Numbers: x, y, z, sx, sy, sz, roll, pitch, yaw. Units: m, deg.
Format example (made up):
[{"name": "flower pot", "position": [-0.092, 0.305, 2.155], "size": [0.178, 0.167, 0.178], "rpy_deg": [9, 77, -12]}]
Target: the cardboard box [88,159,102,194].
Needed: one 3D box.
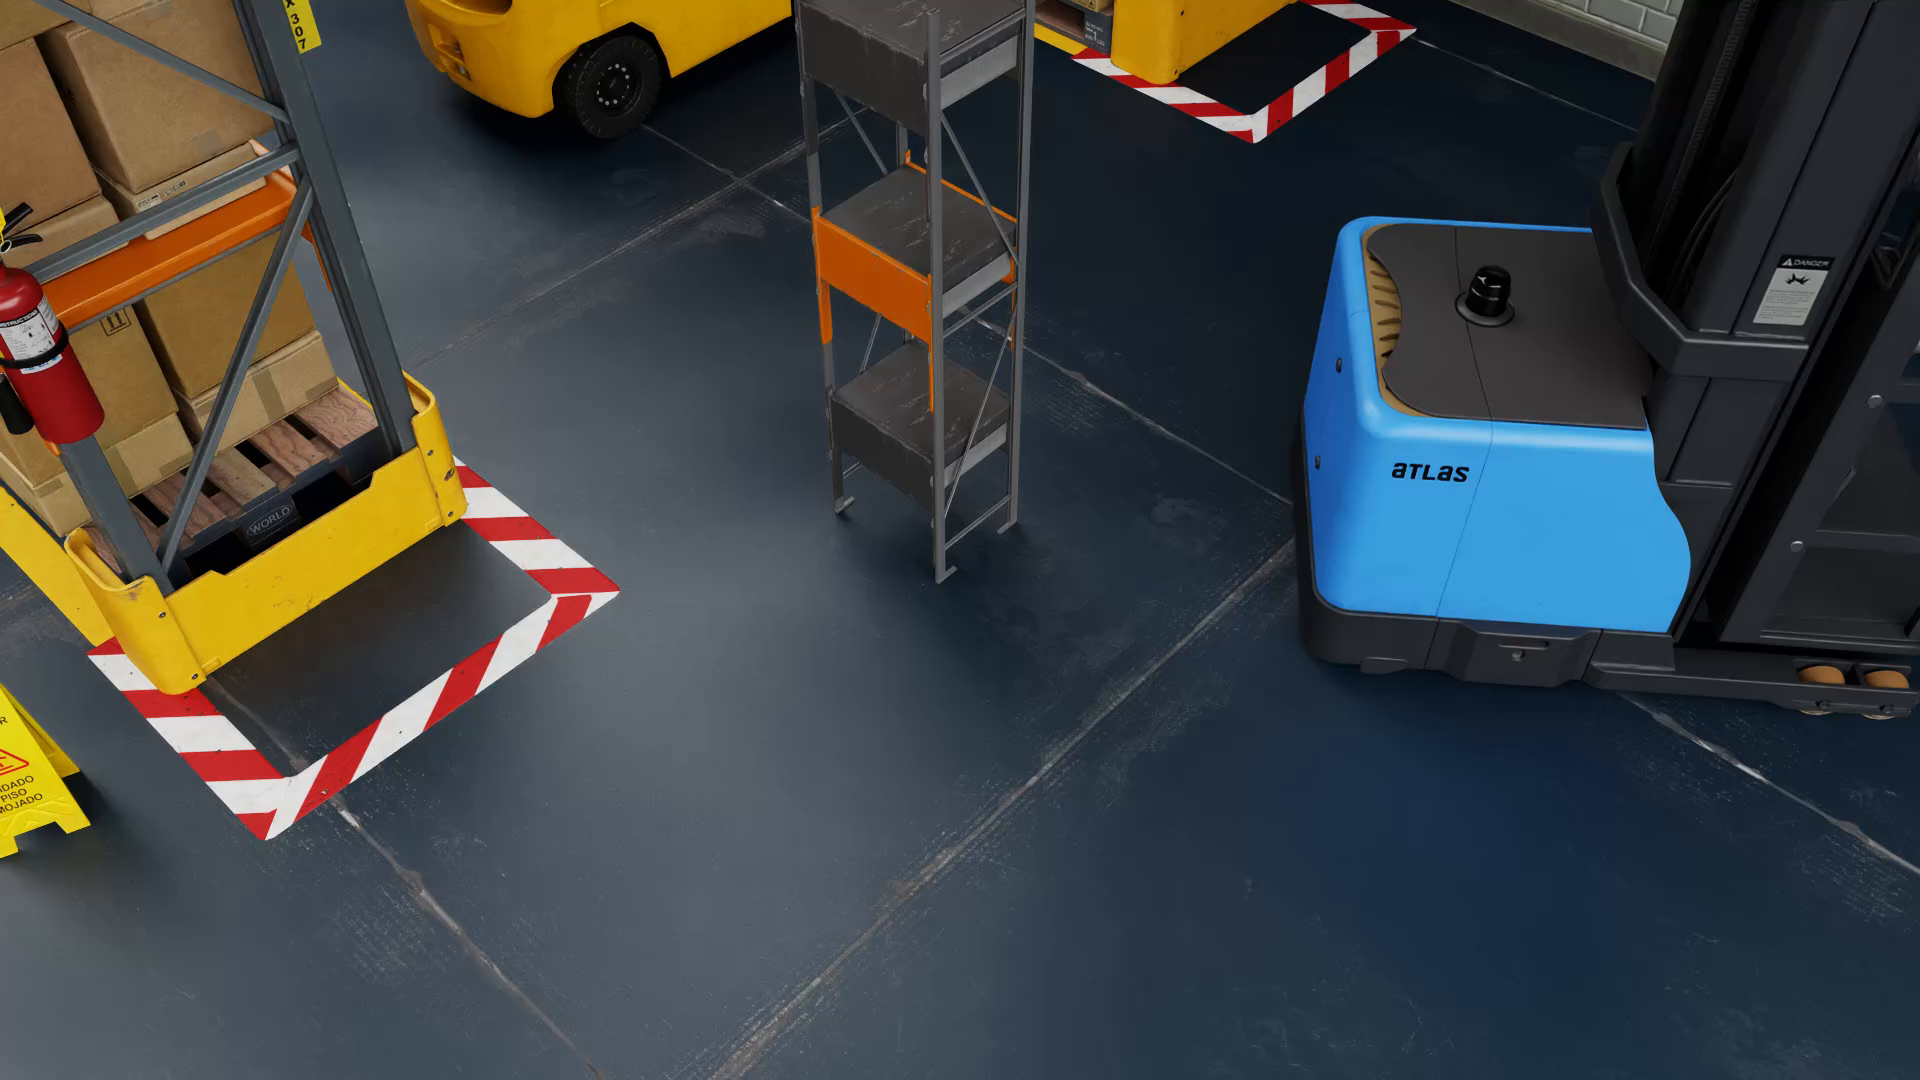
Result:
[{"name": "cardboard box", "position": [-2.479, -1.184, 4.977], "size": [0.250, 0.149, 0.380], "rpy_deg": [35, 56, 28]}]

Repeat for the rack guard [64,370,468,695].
[{"name": "rack guard", "position": [-2.230, -0.056, 5.460], "size": [0.348, 0.500, 1.175], "rpy_deg": [34, 55, 28]}]

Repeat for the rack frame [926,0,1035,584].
[{"name": "rack frame", "position": [0.058, -0.680, 4.948], "size": [0.015, 2.100, 0.400], "rpy_deg": [34, 55, 28]}]

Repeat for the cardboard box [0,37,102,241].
[{"name": "cardboard box", "position": [-2.760, -1.131, 4.482], "size": [0.500, 0.500, 0.500], "rpy_deg": [33, 55, 27]}]

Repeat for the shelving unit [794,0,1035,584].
[{"name": "shelving unit", "position": [-0.122, -0.801, 5.061], "size": [0.503, 2.100, 0.431], "rpy_deg": [34, 55, 28]}]

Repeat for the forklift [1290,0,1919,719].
[{"name": "forklift", "position": [2.647, -0.849, 4.536], "size": [3.031, 2.935, 1.130], "rpy_deg": [4, 47, 4]}]

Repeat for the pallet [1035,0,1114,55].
[{"name": "pallet", "position": [0.599, -2.936, 8.362], "size": [1.213, 0.211, 1.003], "rpy_deg": [34, 55, 28]}]

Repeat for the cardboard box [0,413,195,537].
[{"name": "cardboard box", "position": [-2.968, -0.344, 5.614], "size": [0.500, 0.250, 0.500], "rpy_deg": [34, 55, 28]}]

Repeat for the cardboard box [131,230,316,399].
[{"name": "cardboard box", "position": [-2.597, -0.892, 5.614], "size": [0.500, 0.500, 0.500], "rpy_deg": [32, 55, 27]}]

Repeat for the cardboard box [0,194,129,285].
[{"name": "cardboard box", "position": [-2.594, -0.859, 4.671], "size": [0.250, 0.149, 0.380], "rpy_deg": [36, 56, 29]}]

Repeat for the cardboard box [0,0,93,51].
[{"name": "cardboard box", "position": [-2.698, -1.488, 4.131], "size": [0.500, 0.500, 0.700], "rpy_deg": [33, 55, 27]}]

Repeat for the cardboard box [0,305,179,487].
[{"name": "cardboard box", "position": [-2.940, -0.590, 5.330], "size": [0.500, 0.500, 0.500], "rpy_deg": [34, 56, 28]}]

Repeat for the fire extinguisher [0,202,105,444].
[{"name": "fire extinguisher", "position": [-2.403, -0.544, 4.257], "size": [0.183, 0.674, 0.296], "rpy_deg": [34, 55, 28]}]

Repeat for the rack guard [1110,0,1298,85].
[{"name": "rack guard", "position": [1.207, -2.668, 7.912], "size": [0.348, 0.500, 1.175], "rpy_deg": [34, 55, 28]}]

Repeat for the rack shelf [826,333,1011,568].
[{"name": "rack shelf", "position": [-0.122, -0.312, 5.582], "size": [0.480, 0.518, 0.431], "rpy_deg": [34, 55, 28]}]

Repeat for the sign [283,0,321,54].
[{"name": "sign", "position": [-1.806, -1.461, 4.471], "size": [0.005, 0.325, 0.100], "rpy_deg": [34, 55, 28]}]

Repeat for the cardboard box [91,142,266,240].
[{"name": "cardboard box", "position": [-2.283, -1.067, 4.867], "size": [0.250, 0.149, 0.380], "rpy_deg": [34, 55, 28]}]

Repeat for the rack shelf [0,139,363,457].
[{"name": "rack shelf", "position": [-3.644, -1.617, 5.704], "size": [4.000, 0.370, 1.077], "rpy_deg": [34, 55, 28]}]

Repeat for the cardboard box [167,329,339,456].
[{"name": "cardboard box", "position": [-2.579, -0.624, 5.876], "size": [0.500, 0.250, 0.500], "rpy_deg": [33, 55, 27]}]

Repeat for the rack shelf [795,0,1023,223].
[{"name": "rack shelf", "position": [-0.122, -1.270, 4.561], "size": [0.480, 0.518, 0.431], "rpy_deg": [34, 55, 28]}]

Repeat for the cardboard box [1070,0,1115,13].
[{"name": "cardboard box", "position": [0.630, -2.801, 7.920], "size": [0.500, 0.250, 0.500], "rpy_deg": [34, 56, 28]}]

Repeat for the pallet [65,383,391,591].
[{"name": "pallet", "position": [-2.803, -0.378, 5.960], "size": [1.213, 0.211, 1.003], "rpy_deg": [34, 55, 28]}]

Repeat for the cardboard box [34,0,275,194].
[{"name": "cardboard box", "position": [-2.334, -1.393, 4.728], "size": [0.500, 0.500, 0.500], "rpy_deg": [33, 55, 27]}]

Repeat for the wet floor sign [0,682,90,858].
[{"name": "wet floor sign", "position": [-2.760, 0.599, 4.745], "size": [0.267, 0.644, 0.232], "rpy_deg": [-21, 50, -18]}]

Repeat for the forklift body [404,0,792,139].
[{"name": "forklift body", "position": [-1.441, -3.205, 7.284], "size": [1.214, 2.155, 2.313], "rpy_deg": [34, 55, 28]}]

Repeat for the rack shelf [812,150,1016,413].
[{"name": "rack shelf", "position": [-0.122, -0.791, 5.071], "size": [0.480, 0.518, 0.431], "rpy_deg": [34, 55, 28]}]

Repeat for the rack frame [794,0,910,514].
[{"name": "rack frame", "position": [-0.301, -0.921, 5.175], "size": [0.015, 2.100, 0.400], "rpy_deg": [34, 55, 28]}]

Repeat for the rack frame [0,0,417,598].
[{"name": "rack frame", "position": [-2.174, -0.874, 4.513], "size": [0.127, 3.000, 1.000], "rpy_deg": [34, 55, 28]}]
